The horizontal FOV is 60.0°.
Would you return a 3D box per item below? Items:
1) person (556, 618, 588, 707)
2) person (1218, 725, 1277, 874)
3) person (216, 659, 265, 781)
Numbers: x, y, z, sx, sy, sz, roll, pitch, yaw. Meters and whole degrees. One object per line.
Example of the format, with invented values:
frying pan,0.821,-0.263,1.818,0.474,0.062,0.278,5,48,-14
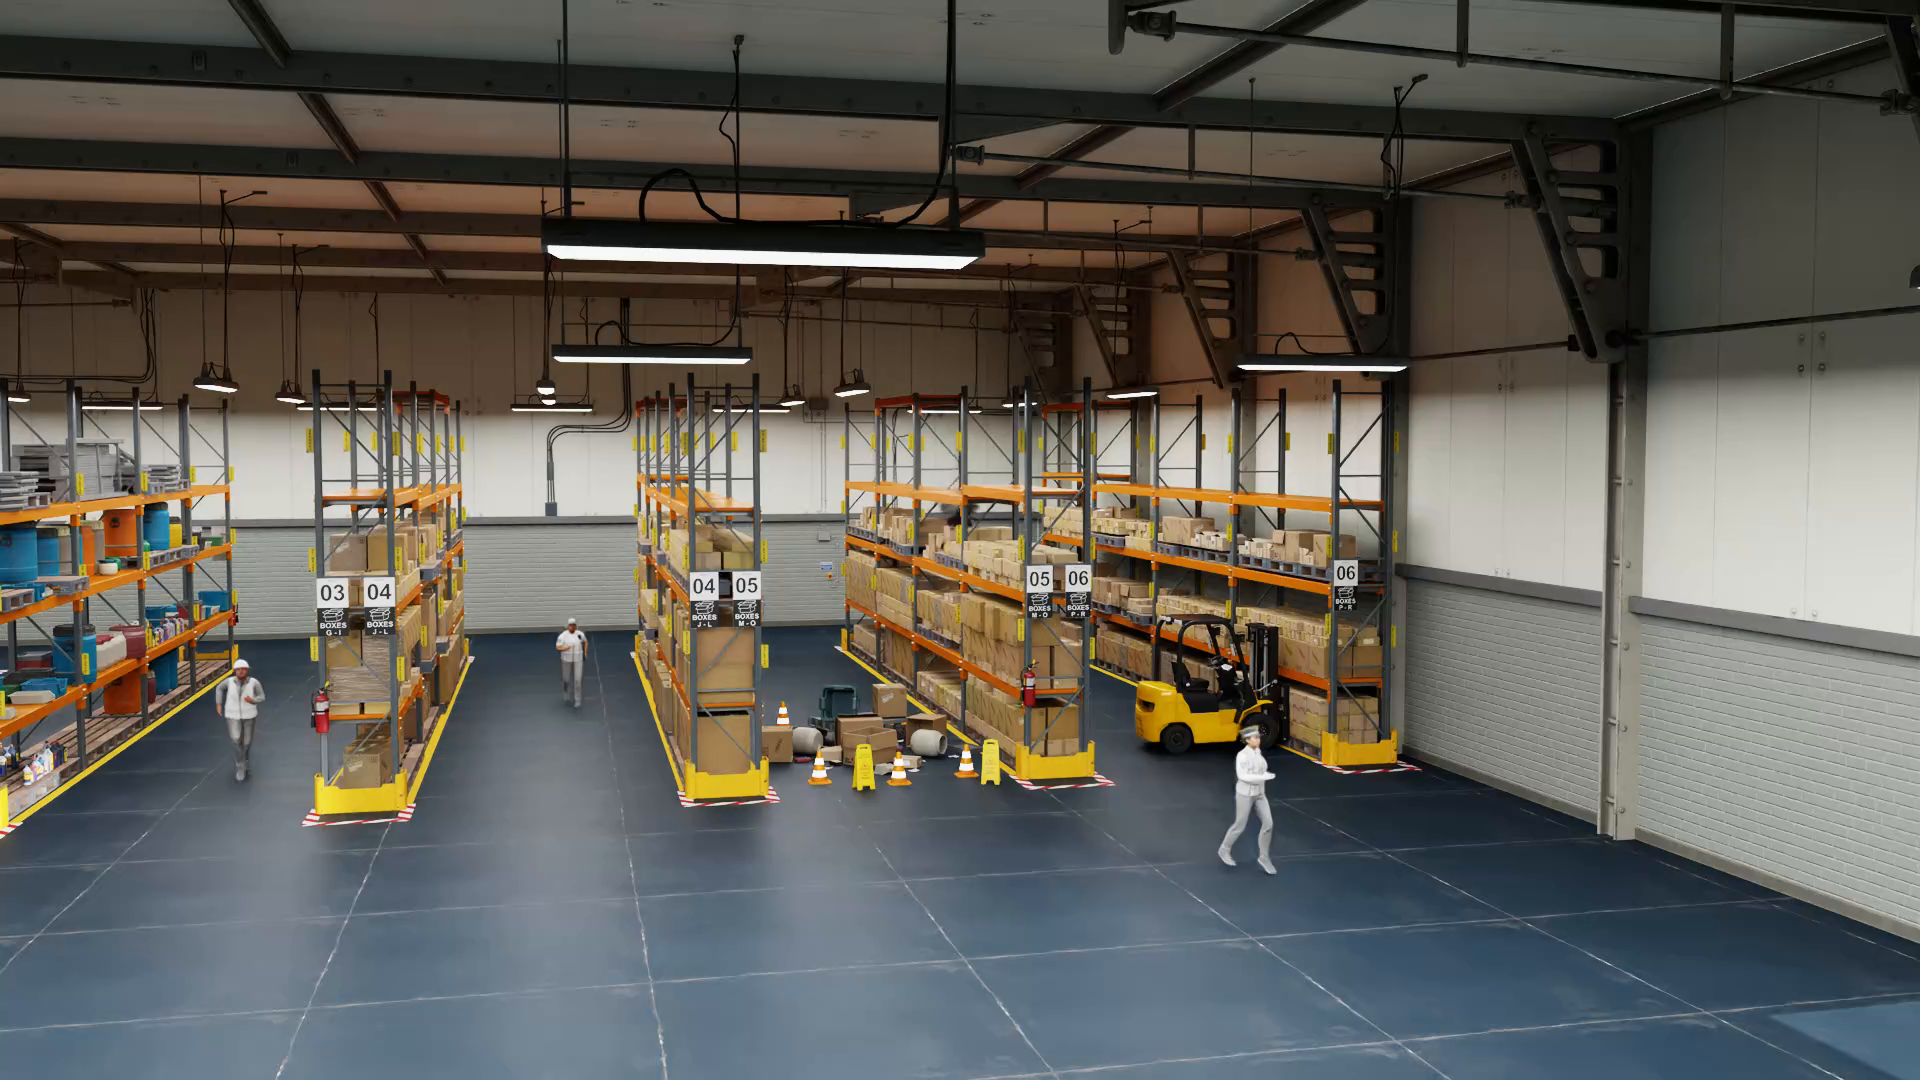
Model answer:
person,-7.406,2.320,31.784,0.607,1.651,0.941,-1,3,-16
person,3.383,3.027,19.498,0.767,1.758,0.627,3,5,44
person,-10.804,2.682,24.995,0.679,1.812,0.849,-1,4,-24
